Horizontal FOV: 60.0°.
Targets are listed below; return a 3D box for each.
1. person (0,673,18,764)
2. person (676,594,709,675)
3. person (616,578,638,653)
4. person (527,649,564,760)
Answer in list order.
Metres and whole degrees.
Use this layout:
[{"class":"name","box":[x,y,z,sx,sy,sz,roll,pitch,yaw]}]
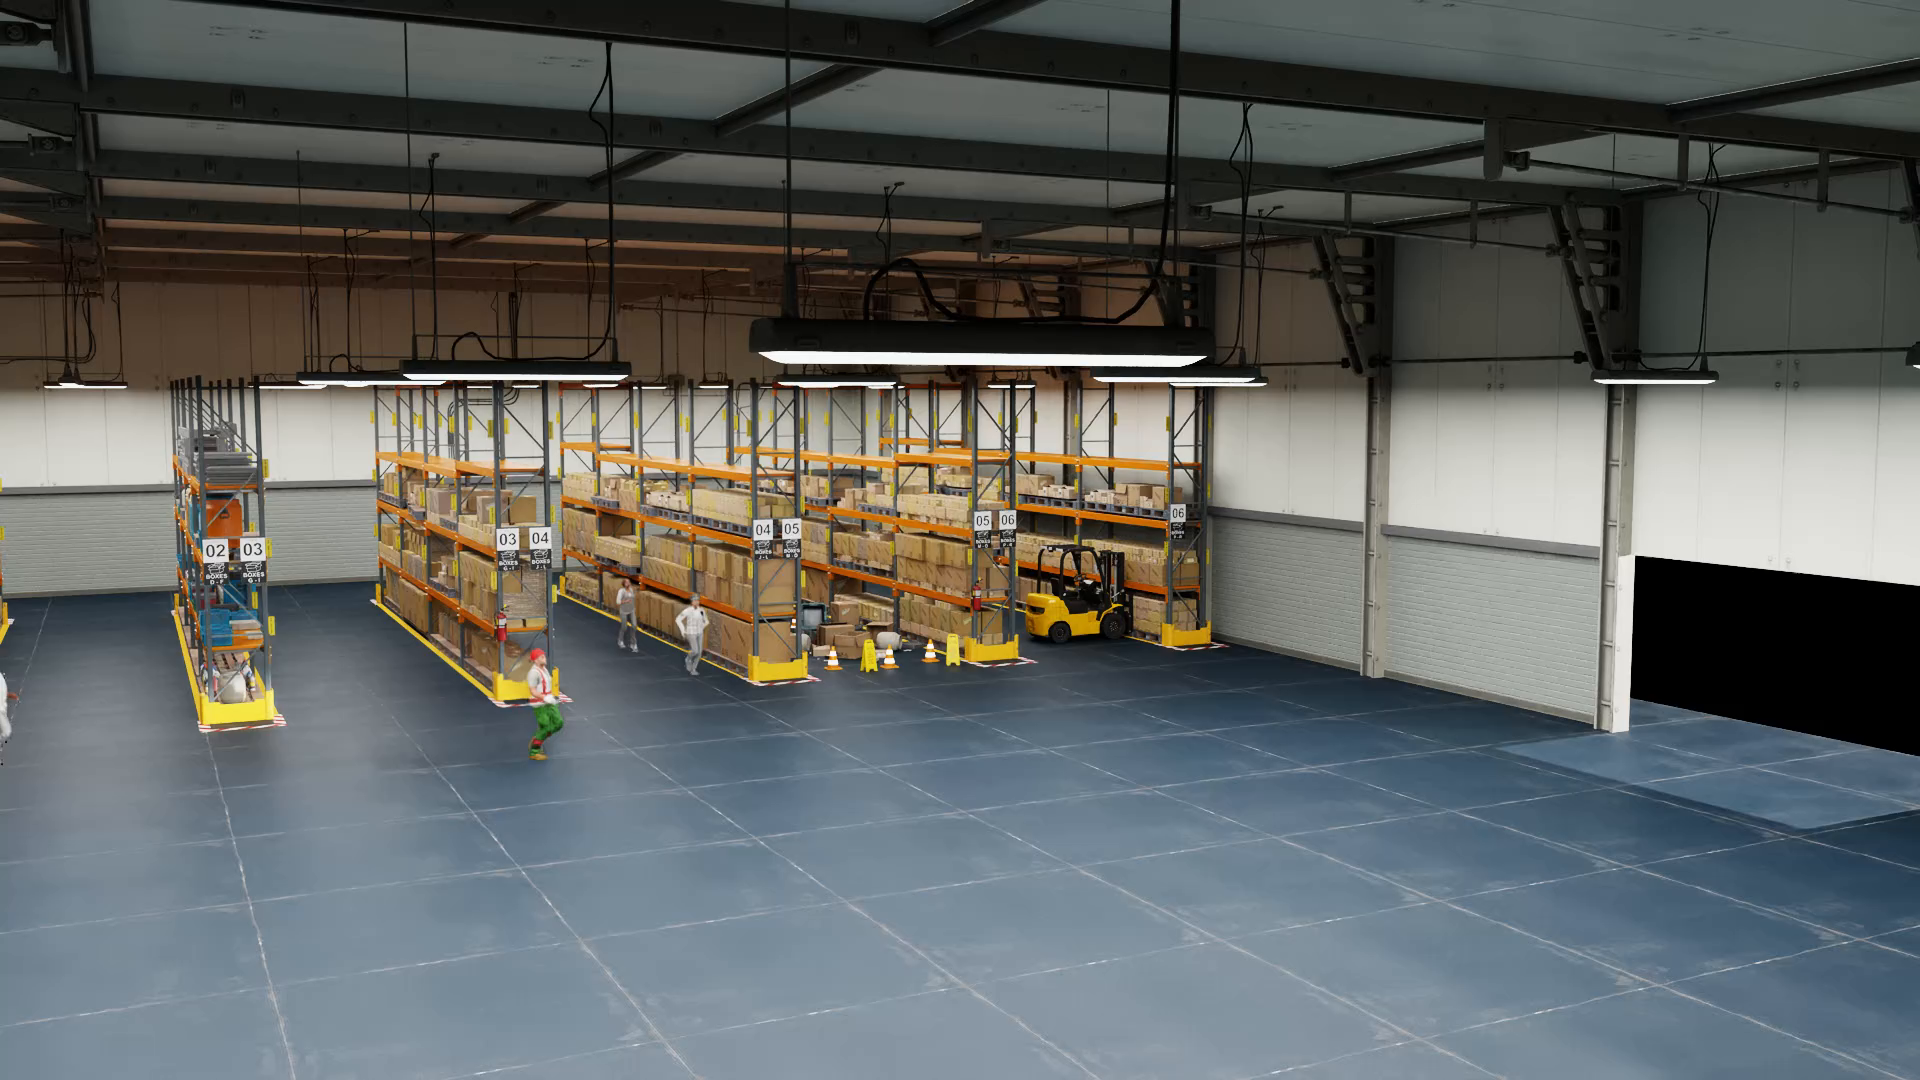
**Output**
[{"class":"person","box":[-14.735,2.593,25.415,0.602,1.723,0.696,0,5,0]},{"class":"person","box":[-5.336,1.912,33.554,0.615,1.651,0.552,-4,6,-35]},{"class":"person","box":[-7.375,1.643,36.790,0.524,1.635,0.719,-4,6,-36]},{"class":"person","box":[-6.469,2.550,25.895,0.530,1.741,0.670,0,5,5]}]
